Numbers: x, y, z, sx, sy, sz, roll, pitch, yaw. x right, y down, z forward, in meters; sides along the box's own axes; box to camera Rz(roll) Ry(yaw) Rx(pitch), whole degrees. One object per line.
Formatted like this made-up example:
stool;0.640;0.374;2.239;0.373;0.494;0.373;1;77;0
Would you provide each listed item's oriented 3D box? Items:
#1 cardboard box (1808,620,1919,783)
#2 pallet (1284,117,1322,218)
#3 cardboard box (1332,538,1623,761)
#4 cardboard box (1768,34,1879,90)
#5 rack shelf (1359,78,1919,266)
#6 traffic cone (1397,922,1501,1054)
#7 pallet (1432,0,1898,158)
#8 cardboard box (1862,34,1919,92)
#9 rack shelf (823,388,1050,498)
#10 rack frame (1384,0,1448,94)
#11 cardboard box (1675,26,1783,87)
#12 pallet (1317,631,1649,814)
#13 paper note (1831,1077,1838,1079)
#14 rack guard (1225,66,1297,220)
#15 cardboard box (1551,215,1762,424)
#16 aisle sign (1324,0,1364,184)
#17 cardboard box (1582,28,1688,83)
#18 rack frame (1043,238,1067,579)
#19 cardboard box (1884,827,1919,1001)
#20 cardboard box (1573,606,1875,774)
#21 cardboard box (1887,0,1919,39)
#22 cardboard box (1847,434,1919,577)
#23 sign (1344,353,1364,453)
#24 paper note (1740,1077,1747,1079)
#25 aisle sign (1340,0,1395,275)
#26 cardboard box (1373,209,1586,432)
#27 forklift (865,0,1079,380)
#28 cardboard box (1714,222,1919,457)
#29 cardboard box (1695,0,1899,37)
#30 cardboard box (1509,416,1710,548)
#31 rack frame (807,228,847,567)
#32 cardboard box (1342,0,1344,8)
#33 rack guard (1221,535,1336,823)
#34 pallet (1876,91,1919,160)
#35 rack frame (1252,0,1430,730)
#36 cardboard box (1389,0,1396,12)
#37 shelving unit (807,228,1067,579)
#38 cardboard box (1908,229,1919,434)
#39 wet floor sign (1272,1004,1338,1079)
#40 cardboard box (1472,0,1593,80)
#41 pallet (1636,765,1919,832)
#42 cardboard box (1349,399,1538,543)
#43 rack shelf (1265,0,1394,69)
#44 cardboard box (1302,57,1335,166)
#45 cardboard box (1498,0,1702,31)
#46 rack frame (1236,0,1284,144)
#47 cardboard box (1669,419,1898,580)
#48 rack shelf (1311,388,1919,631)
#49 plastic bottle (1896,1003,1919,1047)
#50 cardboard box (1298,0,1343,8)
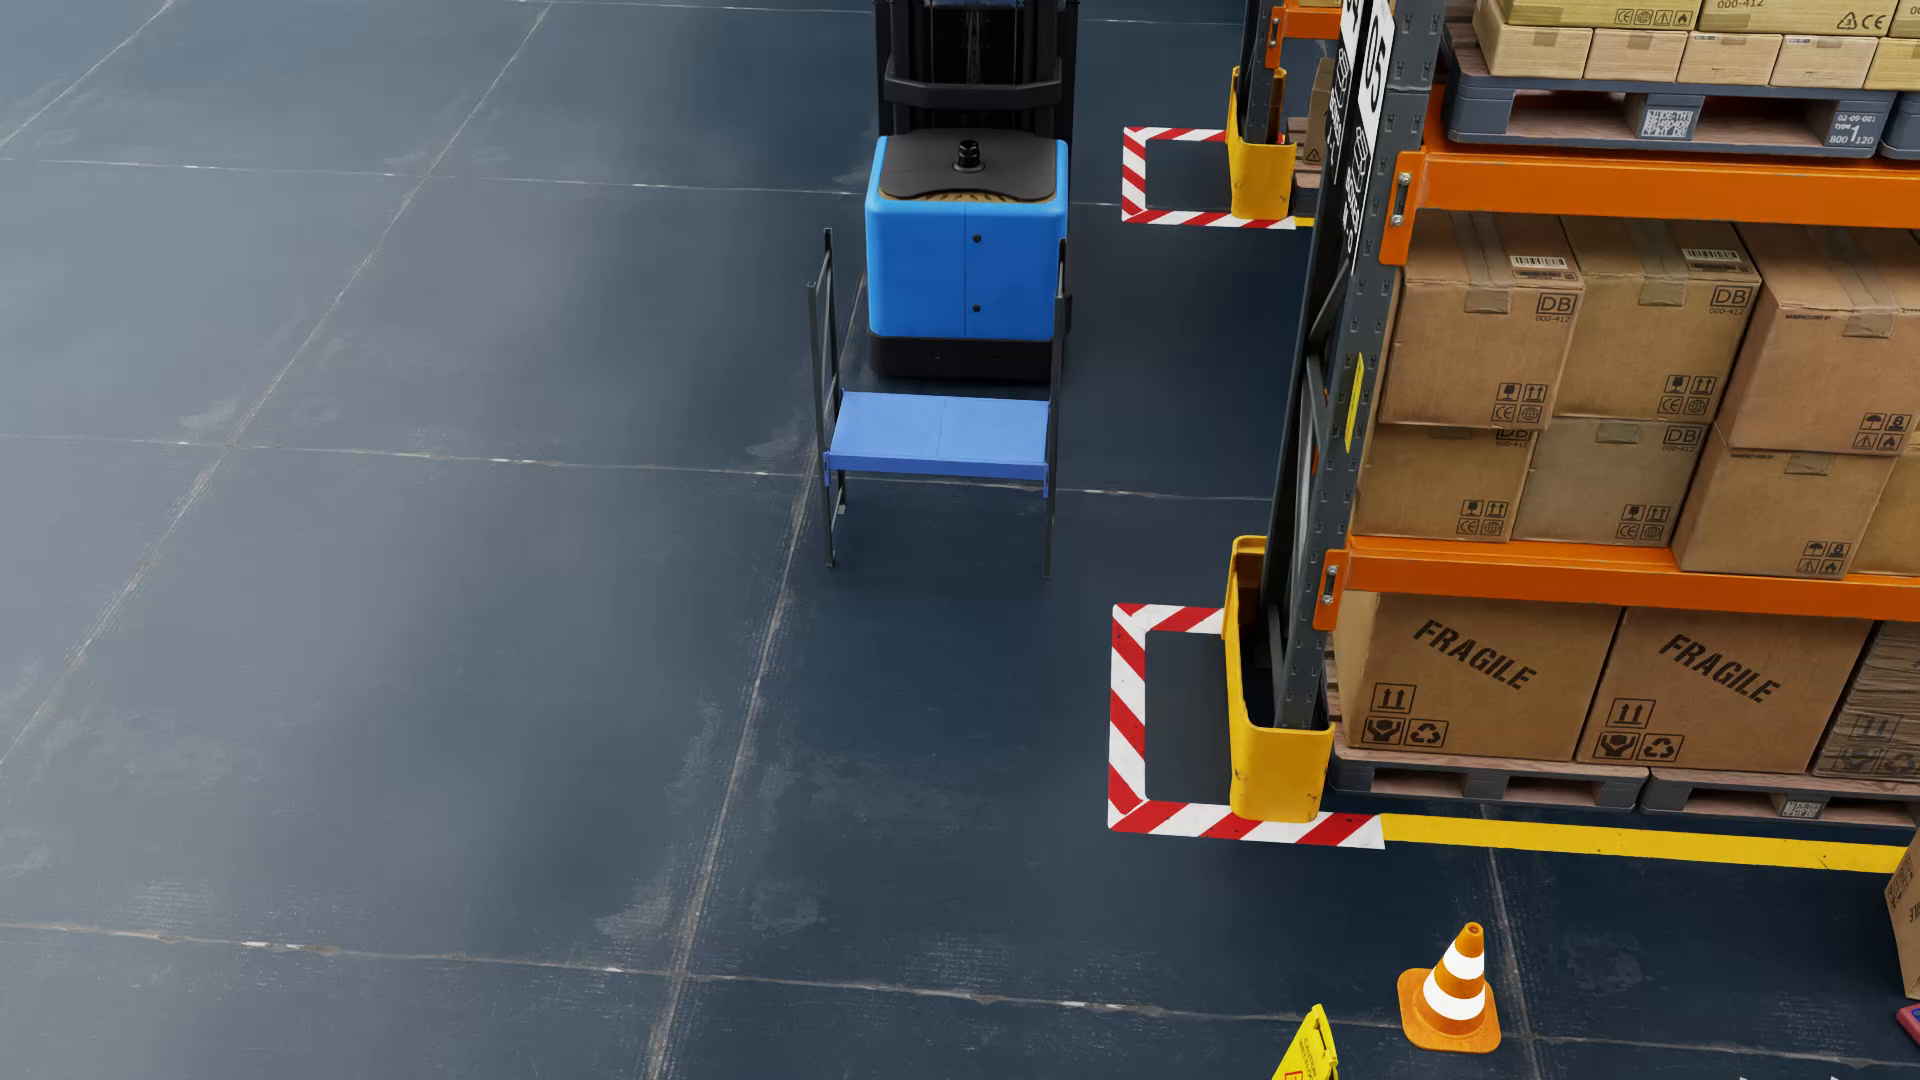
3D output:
cardboard box;3.784;0.334;6.484;0.875;0.875;0.875;3;39;4
pallet;2.728;-2.382;10.679;1.213;0.211;1.003;3;39;4
cardboard box;1.999;0.237;6.604;0.875;0.875;0.875;3;39;4
cardboard box;2.387;-1.426;4.708;0.250;0.149;0.380;3;39;4
rack shelf;3.310;-1.195;5.207;4.000;0.370;1.077;3;39;4
traffic cone;1.724;1.486;5.728;0.334;0.463;0.336;3;39;4
pallet;2.057;-1.515;5.100;1.213;0.211;1.003;3;39;4
cardboard box;2.637;-1.412;4.690;0.250;0.149;0.380;3;39;4
rack shelf;-0.085;-0.447;7.566;1.000;0.185;0.538;3;39;4
rack frame;1.317;-2.747;4.166;0.127;3.000;1.000;3;39;4
cardboard box;2.135;-1.440;4.724;0.250;0.149;0.380;3;39;4
pallet;2.121;0.656;6.947;1.213;0.211;1.003;3;39;4
paper note;3.012;1.859;5.629;0.123;0.001;0.032;24;45;26
rack guard;1.922;-2.560;10.670;0.348;0.500;1.175;3;39;4
cardboard box;2.240;-0.880;5.652;0.550;0.550;0.875;3;39;4
aisle sign;1.273;-1.621;5.476;0.004;0.787;0.394;3;39;4
cardboard box;1.885;-1.454;4.741;0.250;0.149;0.380;3;39;4
rack frame;0.421;-0.559;7.419;0.032;1.500;0.500;3;39;4
cardboard box;3.667;1.327;5.892;0.500;0.500;0.500;10;40;12
cardboard box;2.875;0.283;6.547;0.875;0.875;0.875;3;39;3
cardboard box;2.785;-1.600;4.606;0.500;0.250;0.500;3;39;3
cardboard box;3.319;-0.358;5.865;0.500;0.550;0.875;3;39;4
sign;1.264;-0.438;5.333;0.005;0.325;0.100;3;39;4
paper note;2.692;1.883;5.584;0.142;0.017;0.144;16;42;19
aisle sign;1.221;-1.243;5.012;0.004;0.787;0.394;3;39;4
cardboard box;1.684;-0.852;5.617;0.550;0.550;0.875;3;39;4
forklift;0.102;-2.901;9.163;1.130;2.935;3.031;2;39;2
cardboard box;2.786;-0.764;5.509;0.550;0.550;0.875;3;39;4
cardboard box;2.282;-1.627;4.639;0.500;0.250;0.500;3;39;3
cardboard box;2.241;-0.470;6.003;0.550;0.550;0.875;3;39;4
rack frame;-0.591;-0.614;7.487;0.032;1.500;0.500;3;39;4
cardboard box;2.357;-3.245;9.730;0.250;0.149;0.380;3;39;4
rack guard;1.293;0.548;6.851;0.348;0.500;1.175;3;39;4
pallet;3.276;-1.450;5.020;1.213;0.211;1.003;3;39;4
rack frame;1.317;-0.420;6.060;0.127;3.000;1.000;3;39;4
cardboard box;2.605;-3.222;9.702;0.250;0.149;0.380;3;39;4
shelving unit;-0.085;-0.586;7.453;1.048;1.500;0.538;3;39;4
cardboard box;3.325;-0.817;5.574;0.500;0.550;0.875;3;39;4
wet floor sign;1.118;1.737;5.275;0.232;0.644;0.267;-3;39;-4
cardboard box;1.631;-1.467;4.758;0.250;0.149;0.380;3;39;4
pallet;3.333;0.724;6.864;1.213;0.211;1.003;3;39;4
cardboard box;1.691;-0.486;6.023;0.550;0.550;0.875;3;39;4
rack shelf;3.839;-3.146;9.979;4.000;0.370;1.077;3;39;4
cardboard box;2.467;-2.683;10.488;0.500;0.500;0.500;10;40;12
cardboard box;1.776;-1.654;4.672;0.500;0.250;0.500;3;39;4
rack frame;1.846;-3.534;9.886;0.127;3.000;1.000;3;39;4
cardboard box;2.788;-0.361;5.869;0.550;0.550;0.875;3;39;4
rack shelf;3.310;-0.032;6.153;4.000;0.370;1.077;3;39;4
plastic bottle;3.386;1.735;5.741;0.133;0.061;0.283;-10;40;-12
cardboard box;2.109;-3.271;9.762;0.250;0.149;0.380;3;39;4
